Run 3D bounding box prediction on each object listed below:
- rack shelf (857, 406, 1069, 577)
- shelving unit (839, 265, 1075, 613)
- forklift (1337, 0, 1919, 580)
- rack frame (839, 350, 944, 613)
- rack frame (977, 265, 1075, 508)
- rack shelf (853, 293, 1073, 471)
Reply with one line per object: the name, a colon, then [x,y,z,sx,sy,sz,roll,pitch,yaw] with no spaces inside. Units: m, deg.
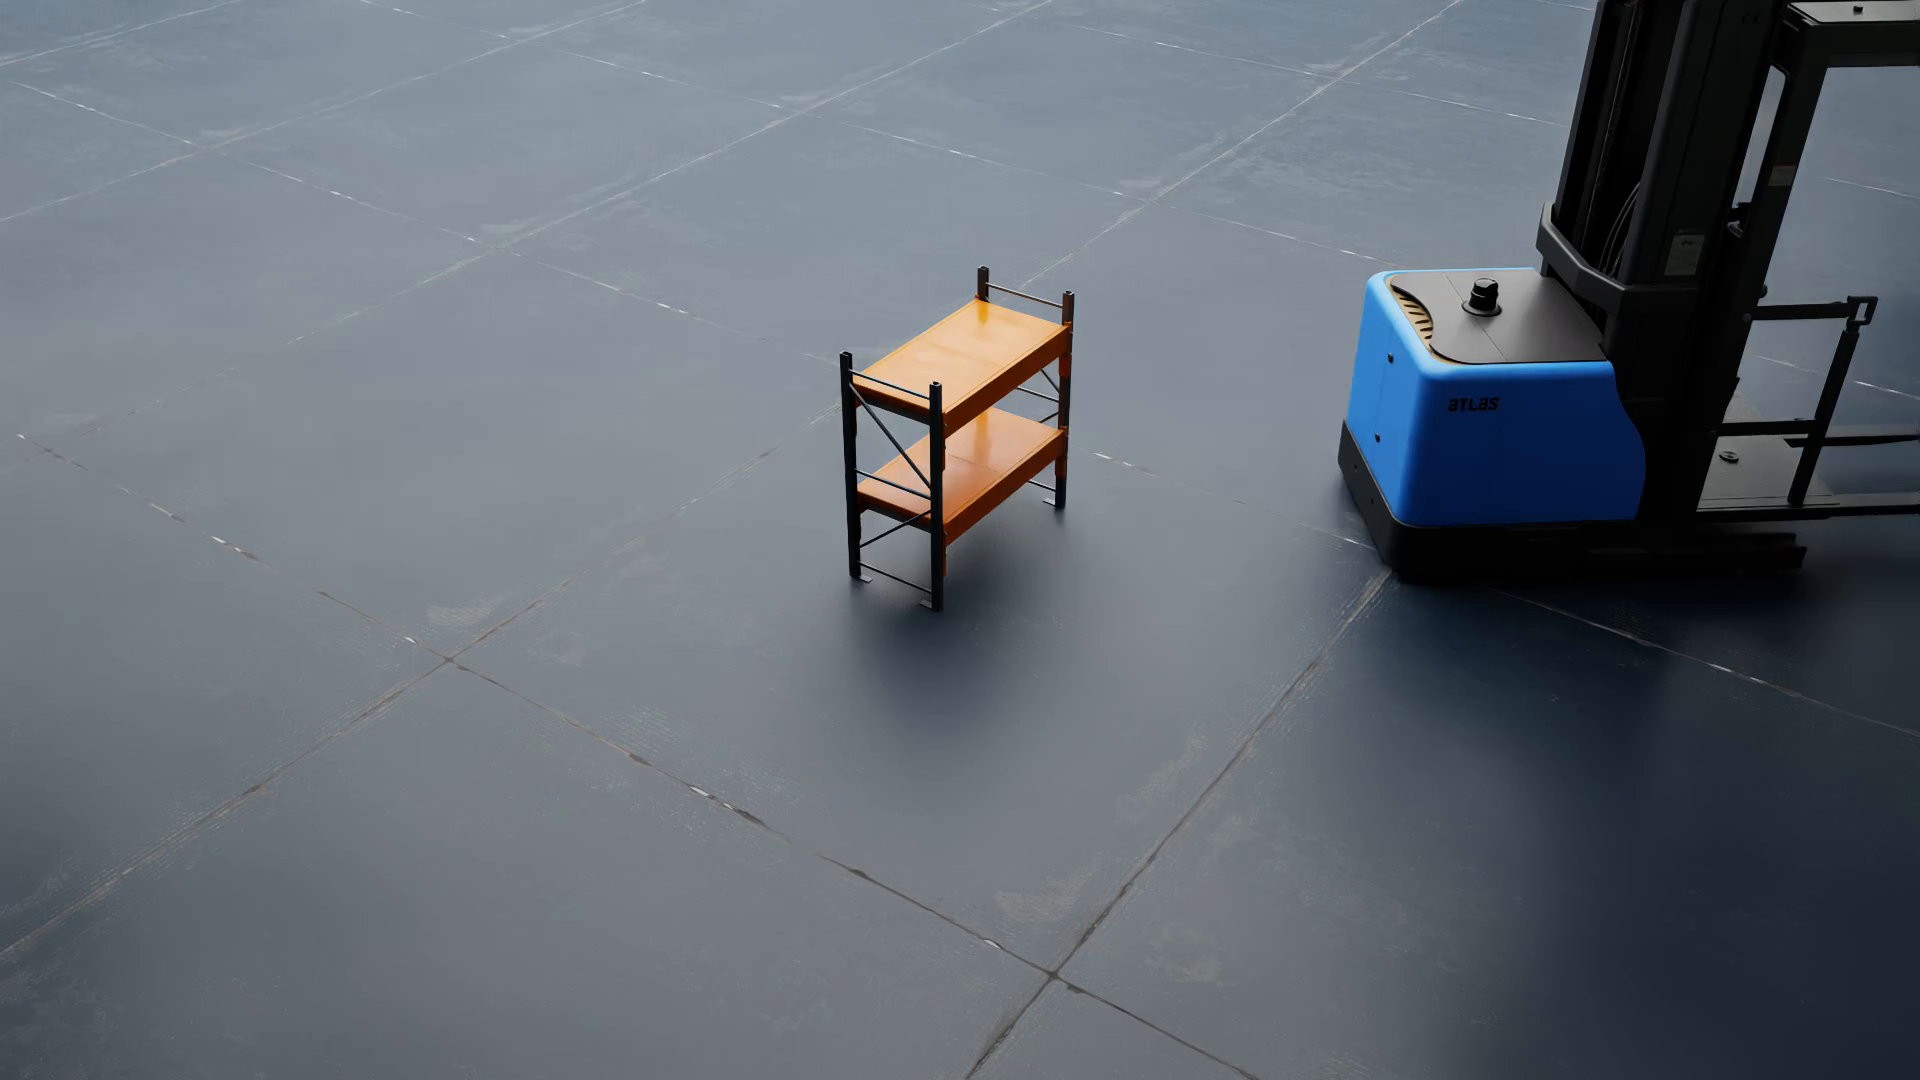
rack shelf: [0.004,-0.267,7.576,0.538,0.278,1.000,21,39,28]
shelving unit: [0.004,-0.469,7.439,0.538,1.125,1.048,21,39,28]
forklift: [3.397,-1.350,7.130,3.031,2.935,1.130,-2,34,-3]
rack frame: [-0.286,-0.235,7.094,0.500,1.125,0.032,21,39,28]
rack frame: [0.294,-0.703,7.785,0.500,1.125,0.032,21,39,28]
rack shelf: [0.004,-0.712,7.276,0.538,0.278,1.000,21,39,28]
